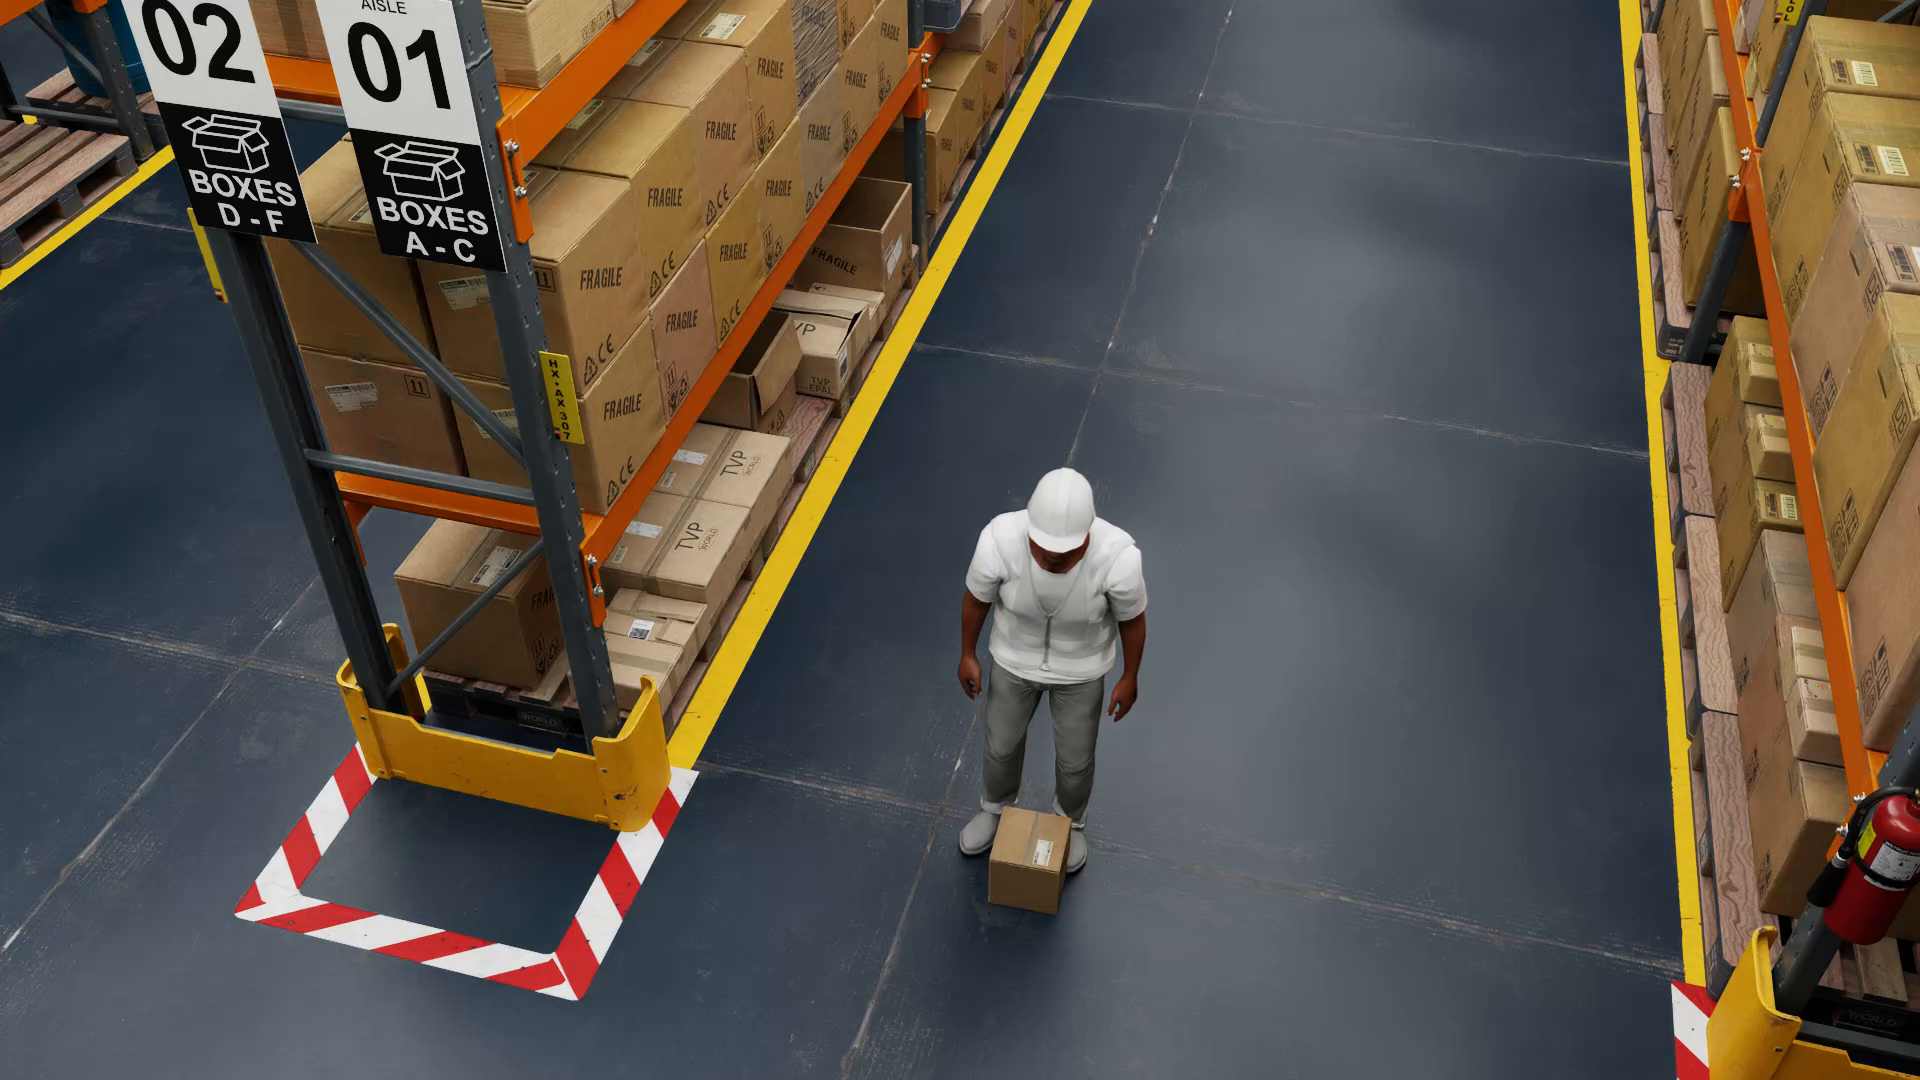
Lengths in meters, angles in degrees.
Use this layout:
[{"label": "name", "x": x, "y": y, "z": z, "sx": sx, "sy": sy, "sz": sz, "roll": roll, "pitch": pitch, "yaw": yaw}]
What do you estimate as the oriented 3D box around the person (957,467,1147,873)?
[{"label": "person", "x": 0.300, "y": 0.434, "z": 5.642, "sx": 0.626, "sy": 1.759, "sz": 0.463, "roll": 8, "pitch": 41, "yaw": 9}]
